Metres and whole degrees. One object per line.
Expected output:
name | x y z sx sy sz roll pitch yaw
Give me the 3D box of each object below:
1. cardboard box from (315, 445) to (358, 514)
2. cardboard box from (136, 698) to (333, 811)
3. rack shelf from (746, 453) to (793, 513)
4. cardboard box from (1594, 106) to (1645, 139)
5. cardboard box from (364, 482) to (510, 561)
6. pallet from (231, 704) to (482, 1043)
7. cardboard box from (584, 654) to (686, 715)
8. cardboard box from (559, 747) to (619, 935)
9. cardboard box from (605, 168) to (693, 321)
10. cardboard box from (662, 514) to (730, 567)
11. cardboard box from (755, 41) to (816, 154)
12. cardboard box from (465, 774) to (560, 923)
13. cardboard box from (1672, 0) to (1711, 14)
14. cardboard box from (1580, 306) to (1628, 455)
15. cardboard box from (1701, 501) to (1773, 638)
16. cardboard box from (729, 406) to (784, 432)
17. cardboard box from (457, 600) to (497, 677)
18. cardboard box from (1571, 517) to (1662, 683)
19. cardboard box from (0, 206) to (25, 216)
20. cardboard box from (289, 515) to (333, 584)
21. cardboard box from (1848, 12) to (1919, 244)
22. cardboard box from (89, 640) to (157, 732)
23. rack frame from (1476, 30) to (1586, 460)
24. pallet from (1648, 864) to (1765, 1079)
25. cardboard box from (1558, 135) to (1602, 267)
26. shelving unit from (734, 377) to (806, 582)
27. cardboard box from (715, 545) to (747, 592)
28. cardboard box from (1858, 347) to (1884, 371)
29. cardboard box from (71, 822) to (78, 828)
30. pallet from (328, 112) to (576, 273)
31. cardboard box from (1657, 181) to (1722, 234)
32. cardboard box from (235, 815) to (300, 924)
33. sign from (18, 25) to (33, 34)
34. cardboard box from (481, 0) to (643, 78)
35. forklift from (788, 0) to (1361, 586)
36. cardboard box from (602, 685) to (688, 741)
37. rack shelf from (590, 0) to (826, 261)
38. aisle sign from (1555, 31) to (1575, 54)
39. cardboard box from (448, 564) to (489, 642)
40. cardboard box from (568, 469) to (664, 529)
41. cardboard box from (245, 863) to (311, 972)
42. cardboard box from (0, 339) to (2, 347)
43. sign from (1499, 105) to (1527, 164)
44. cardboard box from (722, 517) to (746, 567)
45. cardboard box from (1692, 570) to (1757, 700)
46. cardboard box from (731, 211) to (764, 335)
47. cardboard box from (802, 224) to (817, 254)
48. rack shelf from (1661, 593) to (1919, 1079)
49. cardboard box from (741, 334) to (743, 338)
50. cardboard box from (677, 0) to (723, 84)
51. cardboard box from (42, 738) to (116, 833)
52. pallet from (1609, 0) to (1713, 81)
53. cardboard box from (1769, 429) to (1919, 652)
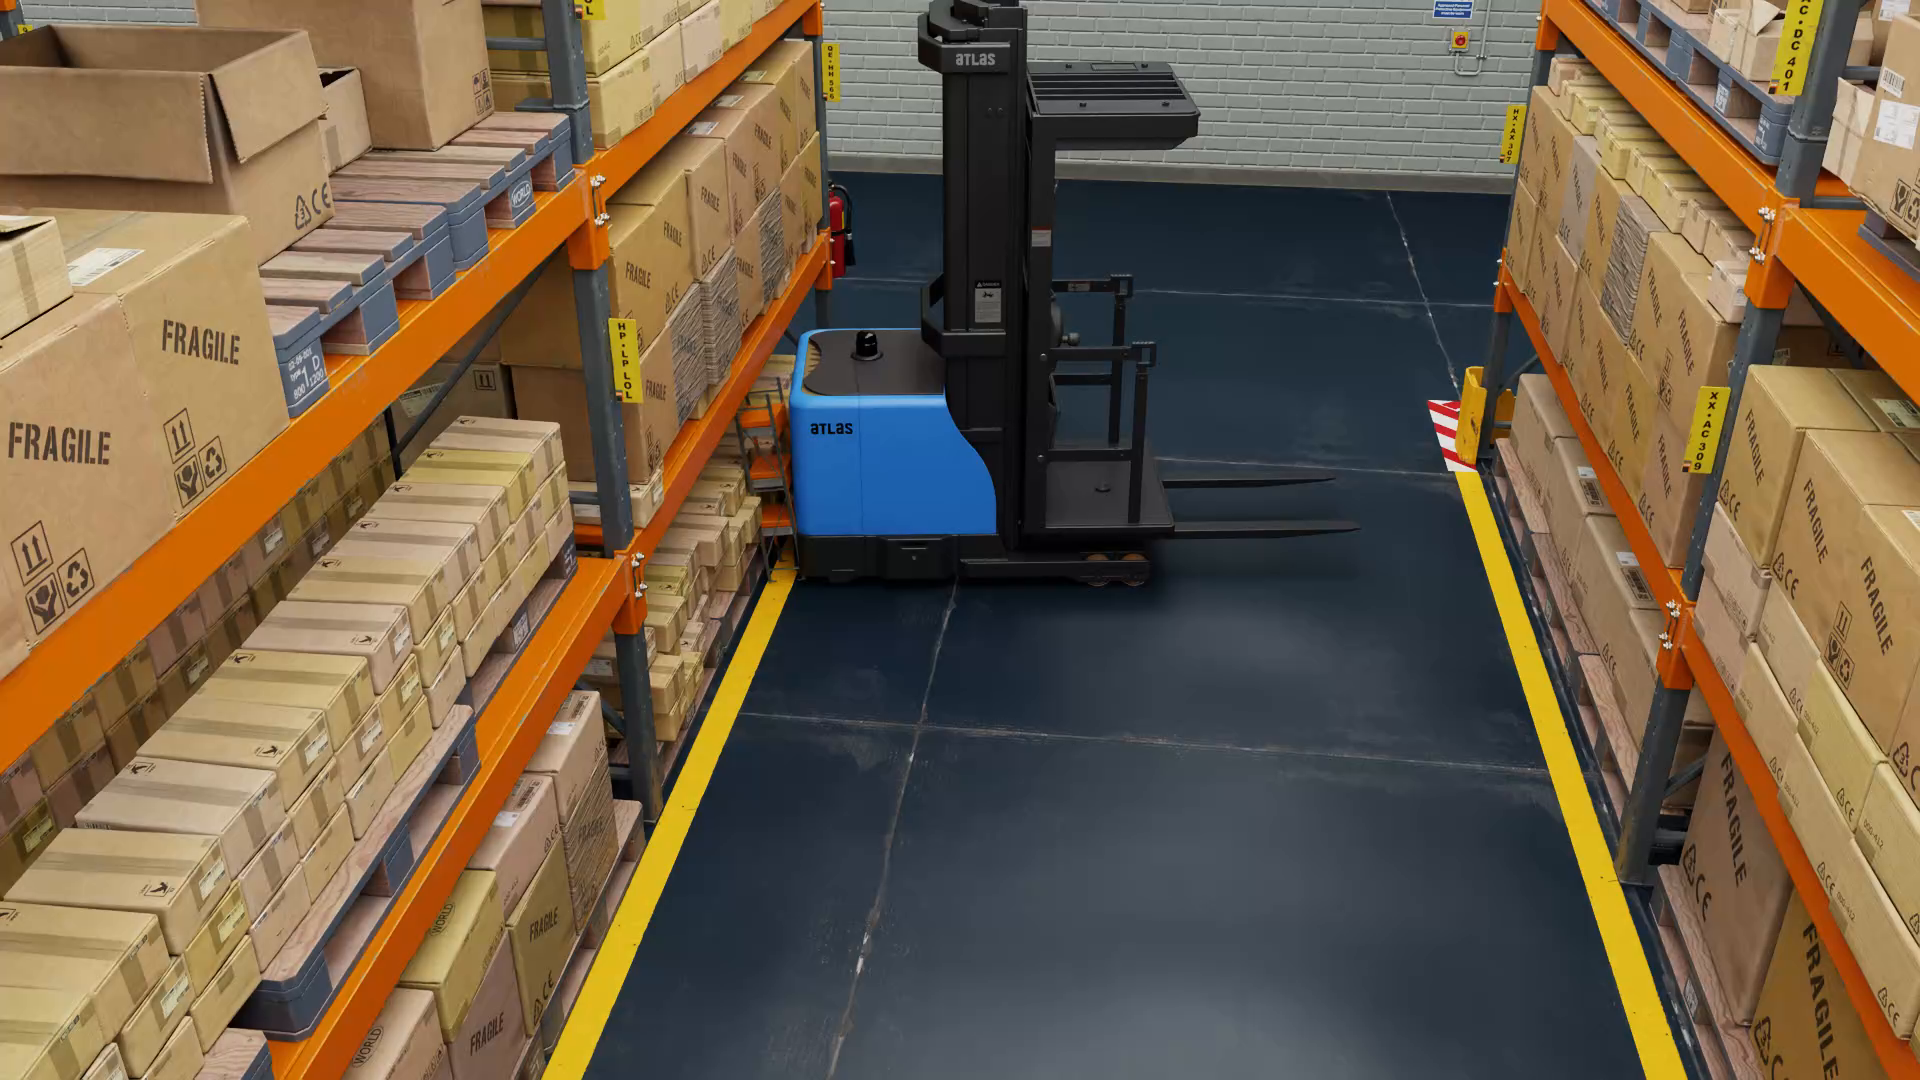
cardboard box | -2.305 -0.220 5.691 0.380 0.149 0.250 4 29 8
cardboard box | -1.854 0.547 4.266 0.380 0.149 0.250 4 29 8
rack shelf | -0.969 -0.298 8.687 0.215 0.259 0.240 -4 25 10
cardboard box | 3.223 -1.941 7.847 0.380 0.149 0.250 4 29 7
cardboard box | -1.694 -0.062 5.398 0.380 0.149 0.250 2 28 5
pallet | -2.061 0.859 4.696 1.003 0.211 1.213 3 28 6
cardboard box | -1.411 0.613 7.199 0.380 0.149 0.250 5 29 9
cardboard box | -1.613 1.104 6.230 0.500 0.500 0.500 3 28 5
cardboard box | -1.427 -1.233 6.902 0.500 0.500 0.500 3 28 5
cardboard box | -1.329 -0.003 8.030 0.380 0.149 0.250 4 29 7
cardboard box | -1.092 -2.443 9.148 0.500 0.500 0.500 3 28 5
cardboard box | -1.689 1.018 5.601 0.500 0.250 0.500 5 29 9
cardboard box | 3.247 -2.470 6.857 0.500 0.500 0.500 4 29 7
cardboard box | 3.060 -0.691 7.265 0.500 0.500 0.500 3 28 5
cardboard box | 2.819 0.102 5.528 0.500 0.250 0.500 3 28 5
cardboard box | -1.184 -0.623 9.179 0.380 0.149 0.250 2 28 4
cardboard box | -1.720 0.307 5.339 0.380 0.149 0.250 2 28 4
cardboard box | 3.445 0.298 7.793 0.875 0.438 0.875 3 28 5
cardboard box | -2.331 -0.411 3.582 0.500 0.500 0.500 3 28 6
cardboard box | -2.338 0.023 5.554 0.380 0.149 0.250 4 29 7
cardboard box | 2.757 -1.086 4.392 0.500 0.500 0.500 3 28 5
cardboard box | -2.464 0.384 4.569 0.380 0.149 0.250 4 29 8
rack frame | 3.643 -1.817 9.460 1.000 3.000 0.127 3 28 6
pallet | 3.133 1.661 5.944 1.003 0.211 1.213 3 28 6
cardboard box | 3.189 -1.606 7.908 0.500 0.500 0.500 3 28 6
shelving unit | -0.971 -0.308 8.683 0.215 1.050 0.252 -4 25 10
cardboard box | -1.290 0.130 8.409 0.380 0.149 0.250 3 28 5
cardboard box | 3.451 -0.629 6.094 0.500 0.500 0.500 4 29 7
cardboard box | -2.496 0.772 4.477 0.380 0.149 0.250 4 29 8
pallet | -1.954 -1.128 5.216 1.213 0.211 1.003 3 28 6
cardboard box | 3.063 -1.342 6.735 0.380 0.149 0.250 3 28 6
cardboard box | -1.882 0.798 4.115 0.380 0.149 0.250 3 28 6
sign | -5.656 -2.969 10.128 0.100 0.325 0.005 3 28 6
cardboard box | -1.476 -1.862 6.011 0.500 0.250 0.500 4 29 8
forklift | 0.628 -1.298 8.568 3.031 2.935 1.130 -1 28 -1
cardboard box | -1.409 0.743 7.271 0.380 0.149 0.250 2 28 4
rack shelf | -1.528 -2.120 7.618 1.077 0.370 4.000 3 28 6
aisle sign | 3.364 -3.012 8.938 0.394 0.787 0.004 3 28 6
cardboard box | -1.719 0.189 5.245 0.380 0.149 0.250 2 28 5
cardboard box | -1.413 -0.178 6.683 0.380 0.149 0.250 4 29 8
cardboard box | -1.880 0.929 4.184 0.380 0.149 0.250 4 29 8
cardboard box | -1.876 -0.410 2.774 0.396 0.266 0.258 3 28 6
sign | 3.093 -2.268 9.301 0.100 0.325 0.005 3 28 6
cardboard box | -1.288 0.002 8.334 0.380 0.149 0.250 3 28 6
cardboard box | 2.837 0.324 5.645 0.500 0.250 0.500 3 28 5
cardboard box | -1.274 -1.290 8.063 0.500 0.500 0.500 5 29 9
cardboard box | -1.042 -1.777 9.650 0.380 0.149 0.250 3 28 6
rack shelf | 2.907 1.324 4.388 1.077 0.370 4.000 3 28 6
cardboard box | -1.304 -1.050 8.301 0.380 0.149 0.250 4 29 7
cardboard box | -1.318 -2.112 7.003 0.500 0.250 0.500 5 29 8
cardboard box | -2.498 0.637 4.414 0.380 0.149 0.250 4 29 7
pallet | 3.415 -2.173 7.052 1.003 0.211 1.213 3 28 6
cardboard box | 2.778 0.013 4.904 0.500 0.500 0.500 3 28 6
